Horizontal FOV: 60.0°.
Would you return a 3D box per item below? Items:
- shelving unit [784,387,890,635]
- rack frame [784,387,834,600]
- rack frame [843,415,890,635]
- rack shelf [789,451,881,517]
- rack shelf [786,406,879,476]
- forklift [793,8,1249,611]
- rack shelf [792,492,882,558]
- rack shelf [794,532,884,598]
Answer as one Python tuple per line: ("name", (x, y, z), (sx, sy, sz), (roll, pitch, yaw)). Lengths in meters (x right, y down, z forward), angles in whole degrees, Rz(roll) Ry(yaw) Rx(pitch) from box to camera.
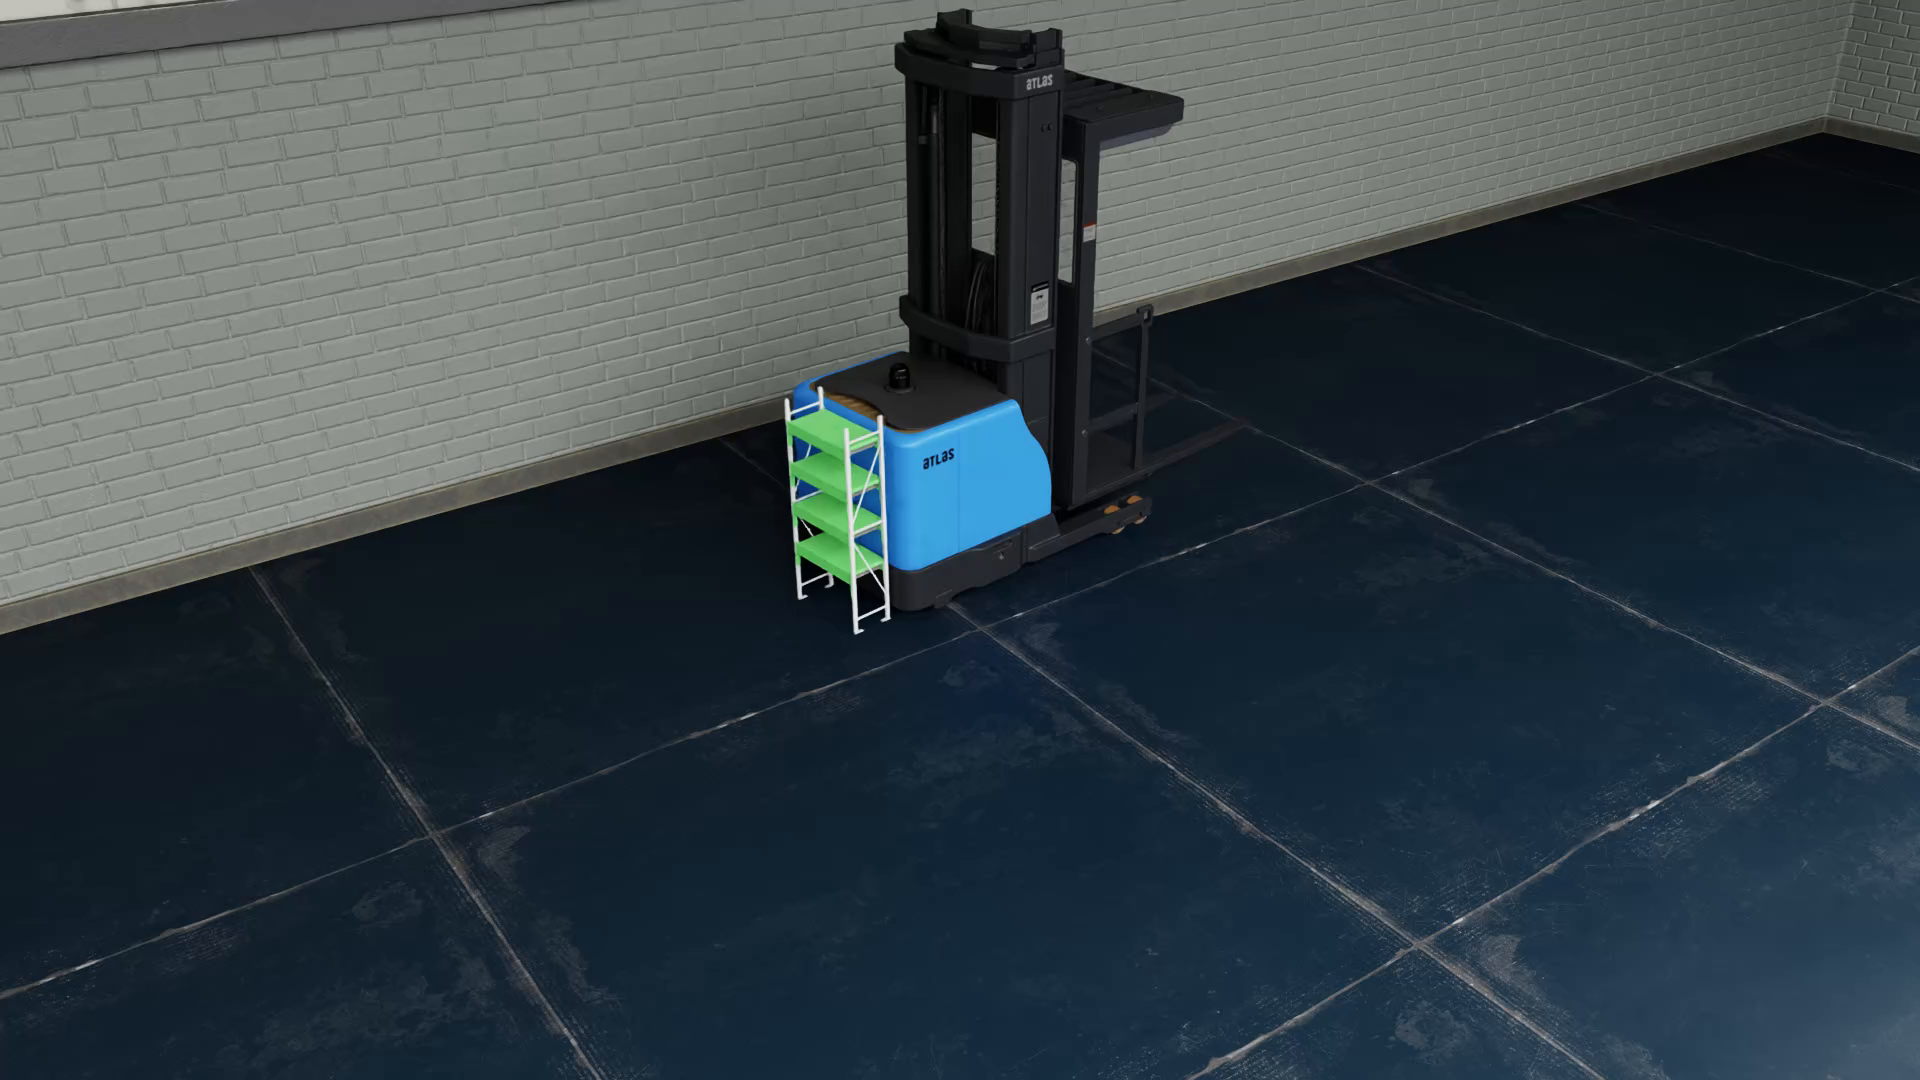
("shelving unit", (-0.642, -0.151, 8.766), (0.258, 1.200, 0.503), (-24, 37, -36))
("rack frame", (-0.806, -0.237, 8.925), (0.240, 1.200, 0.015), (-24, 37, -36))
("rack frame", (-0.478, -0.065, 8.607), (0.240, 1.200, 0.015), (-24, 37, -36))
("rack shelf", (-0.644, -0.305, 8.681), (0.258, 0.148, 0.480), (-24, 37, -36))
("rack shelf", (-0.647, -0.515, 8.564), (0.258, 0.148, 0.480), (-24, 37, -36))
("forklift", (0.509, -1.490, 9.423), (3.031, 2.935, 1.130), (-23, 36, -36))
("rack shelf", (-0.641, -0.095, 8.797), (0.258, 0.148, 0.480), (-24, 37, -36))
("rack shelf", (-0.638, 0.114, 8.914), (0.258, 0.148, 0.480), (-24, 37, -36))
